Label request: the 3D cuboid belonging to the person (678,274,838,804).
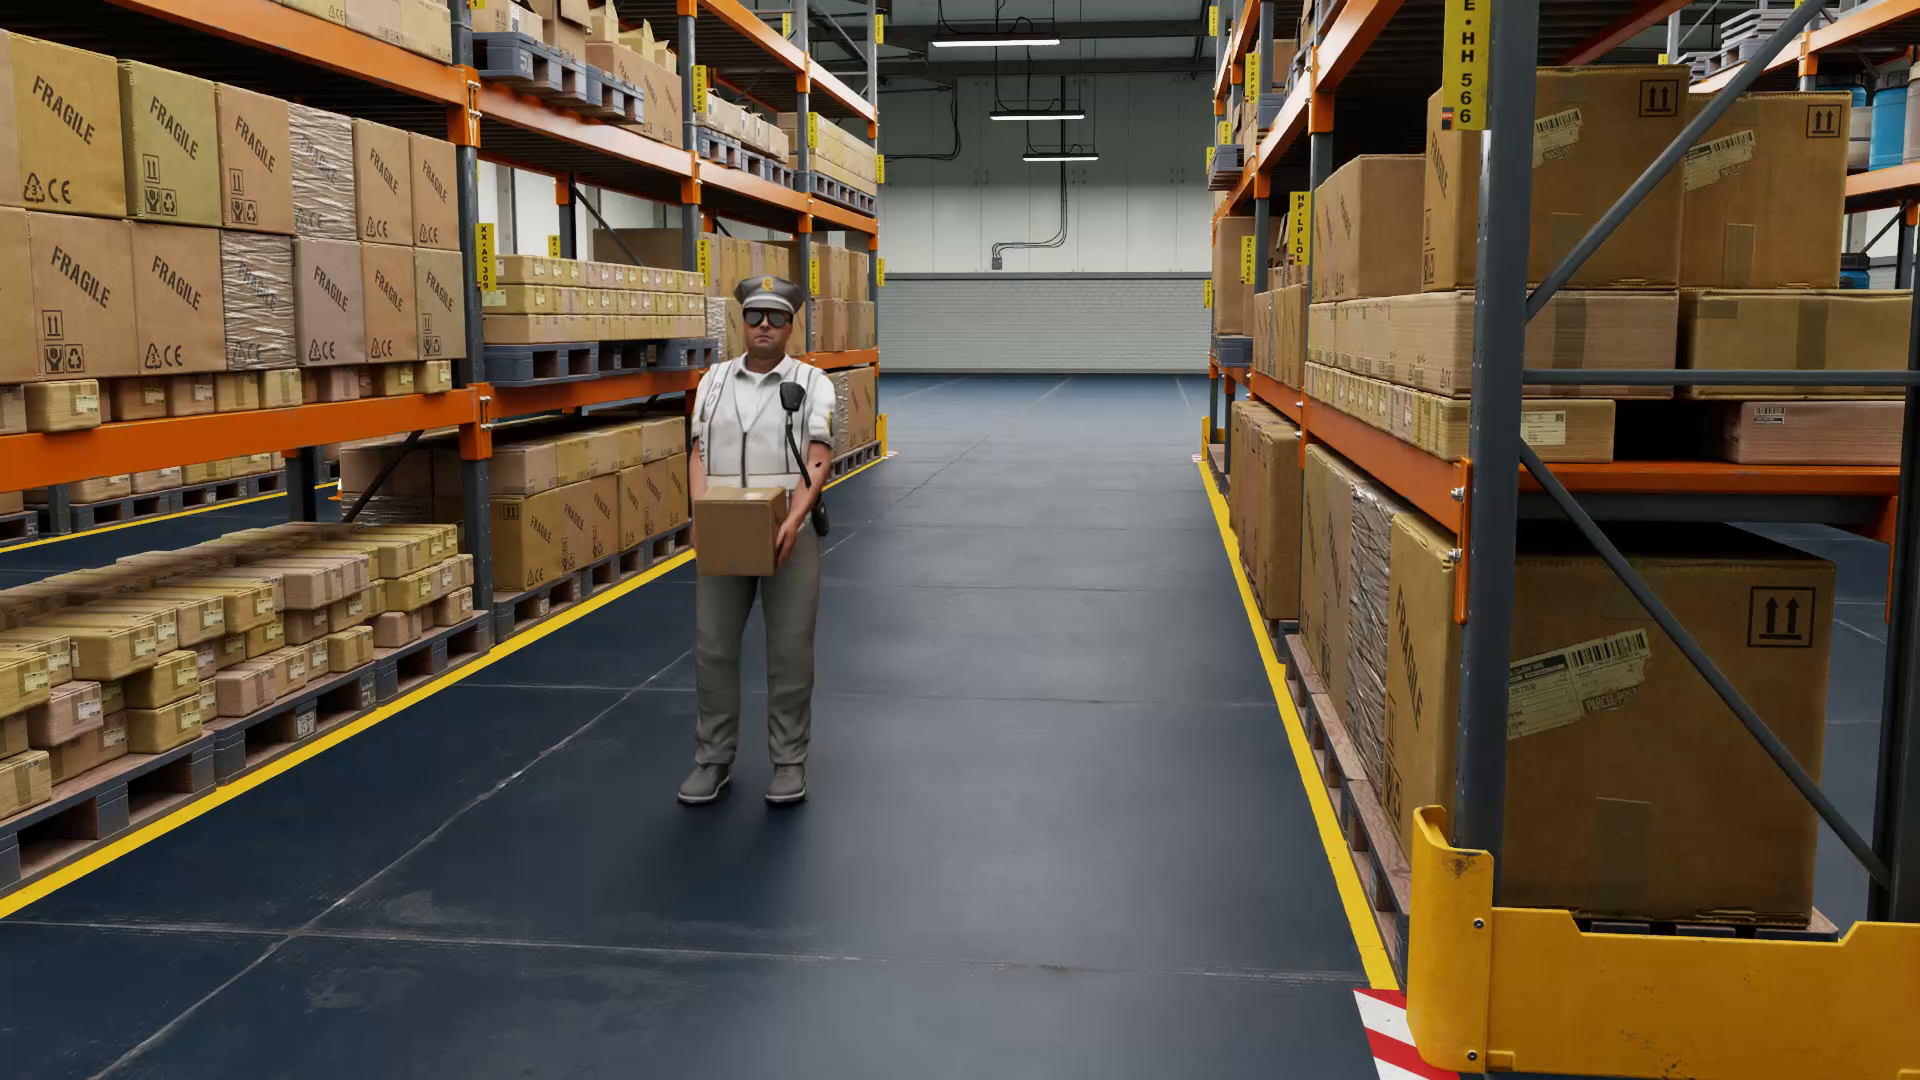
[{"bbox_3d":[-0.692,-0.006,5.673,0.524,1.784,0.546,1,8,6],"label":"person"}]
